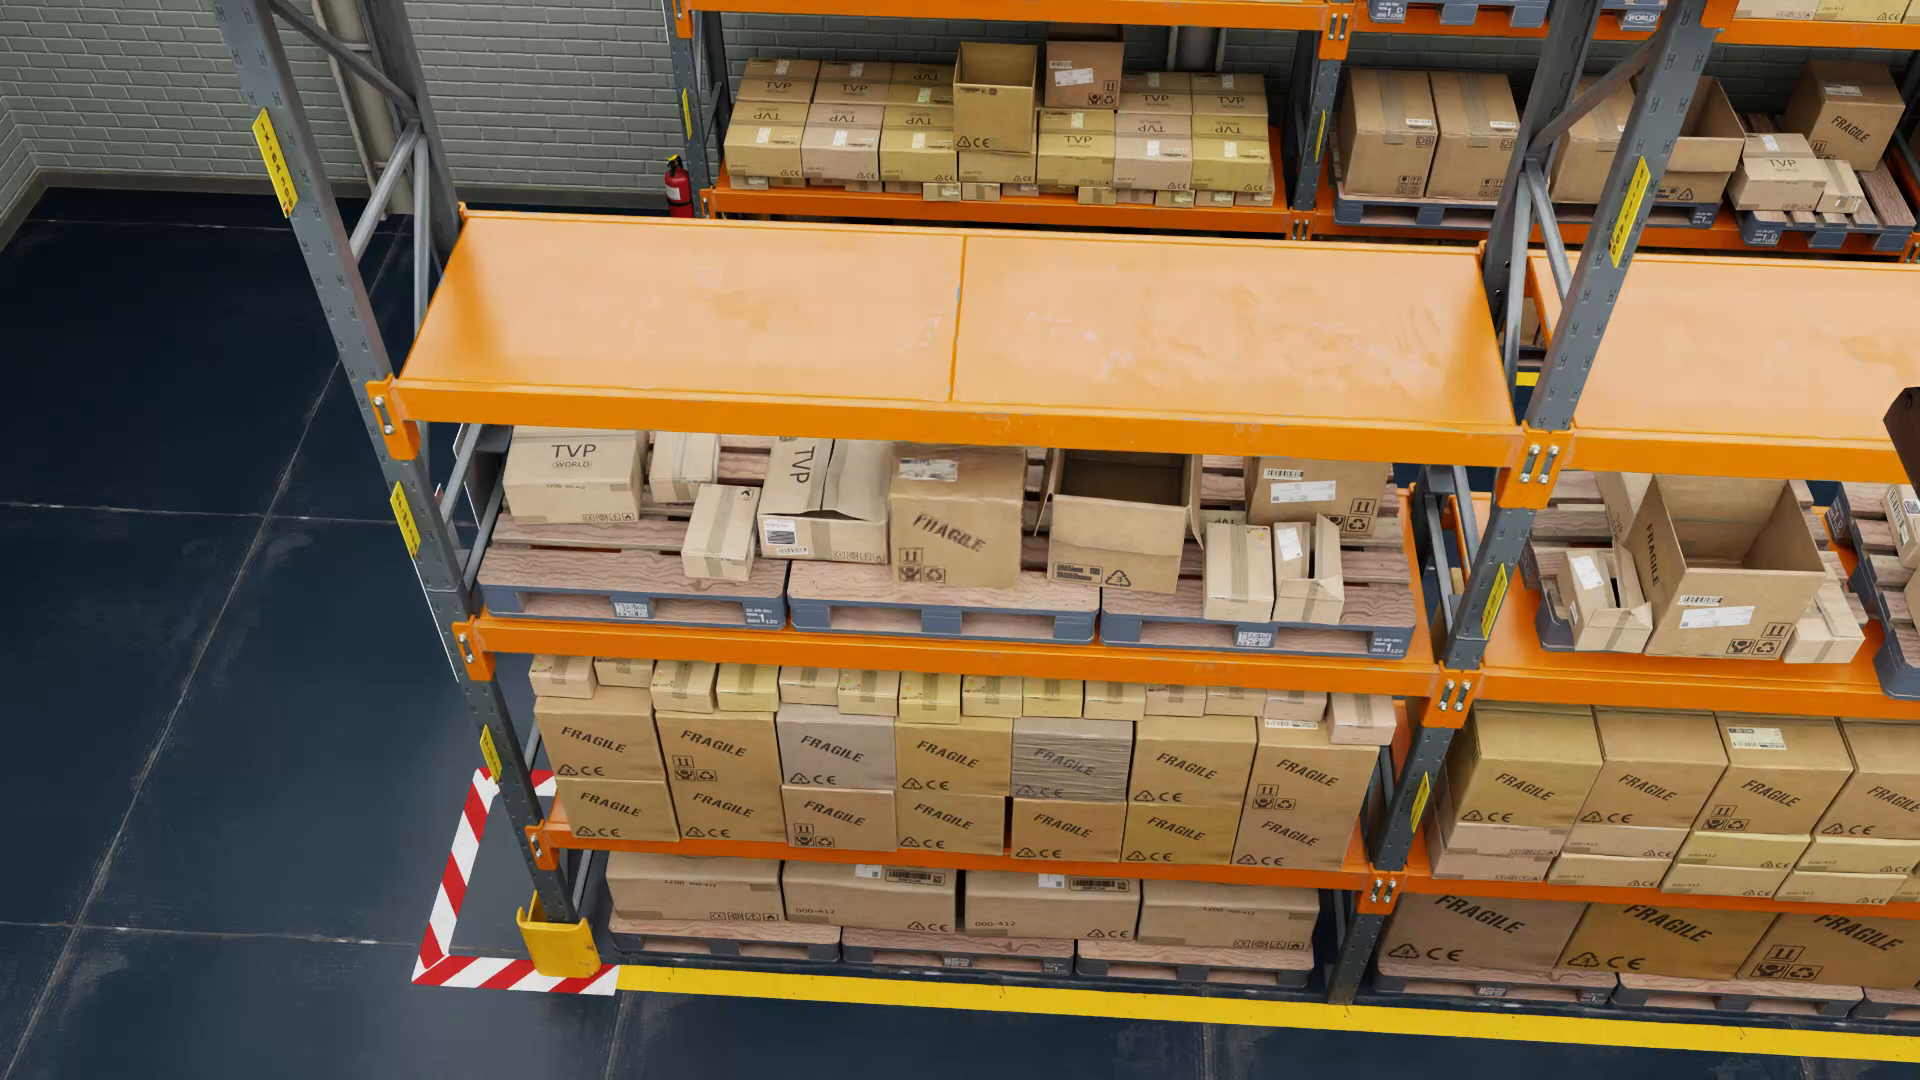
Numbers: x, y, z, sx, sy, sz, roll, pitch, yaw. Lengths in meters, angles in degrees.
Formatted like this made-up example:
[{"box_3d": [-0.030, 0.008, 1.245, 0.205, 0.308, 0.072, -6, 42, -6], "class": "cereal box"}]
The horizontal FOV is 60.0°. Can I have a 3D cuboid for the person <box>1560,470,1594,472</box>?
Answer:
[{"box_3d": [3.977, -0.911, 10.464, 0.561, 1.731, 0.464, -13, 49, -11], "class": "person"}]
